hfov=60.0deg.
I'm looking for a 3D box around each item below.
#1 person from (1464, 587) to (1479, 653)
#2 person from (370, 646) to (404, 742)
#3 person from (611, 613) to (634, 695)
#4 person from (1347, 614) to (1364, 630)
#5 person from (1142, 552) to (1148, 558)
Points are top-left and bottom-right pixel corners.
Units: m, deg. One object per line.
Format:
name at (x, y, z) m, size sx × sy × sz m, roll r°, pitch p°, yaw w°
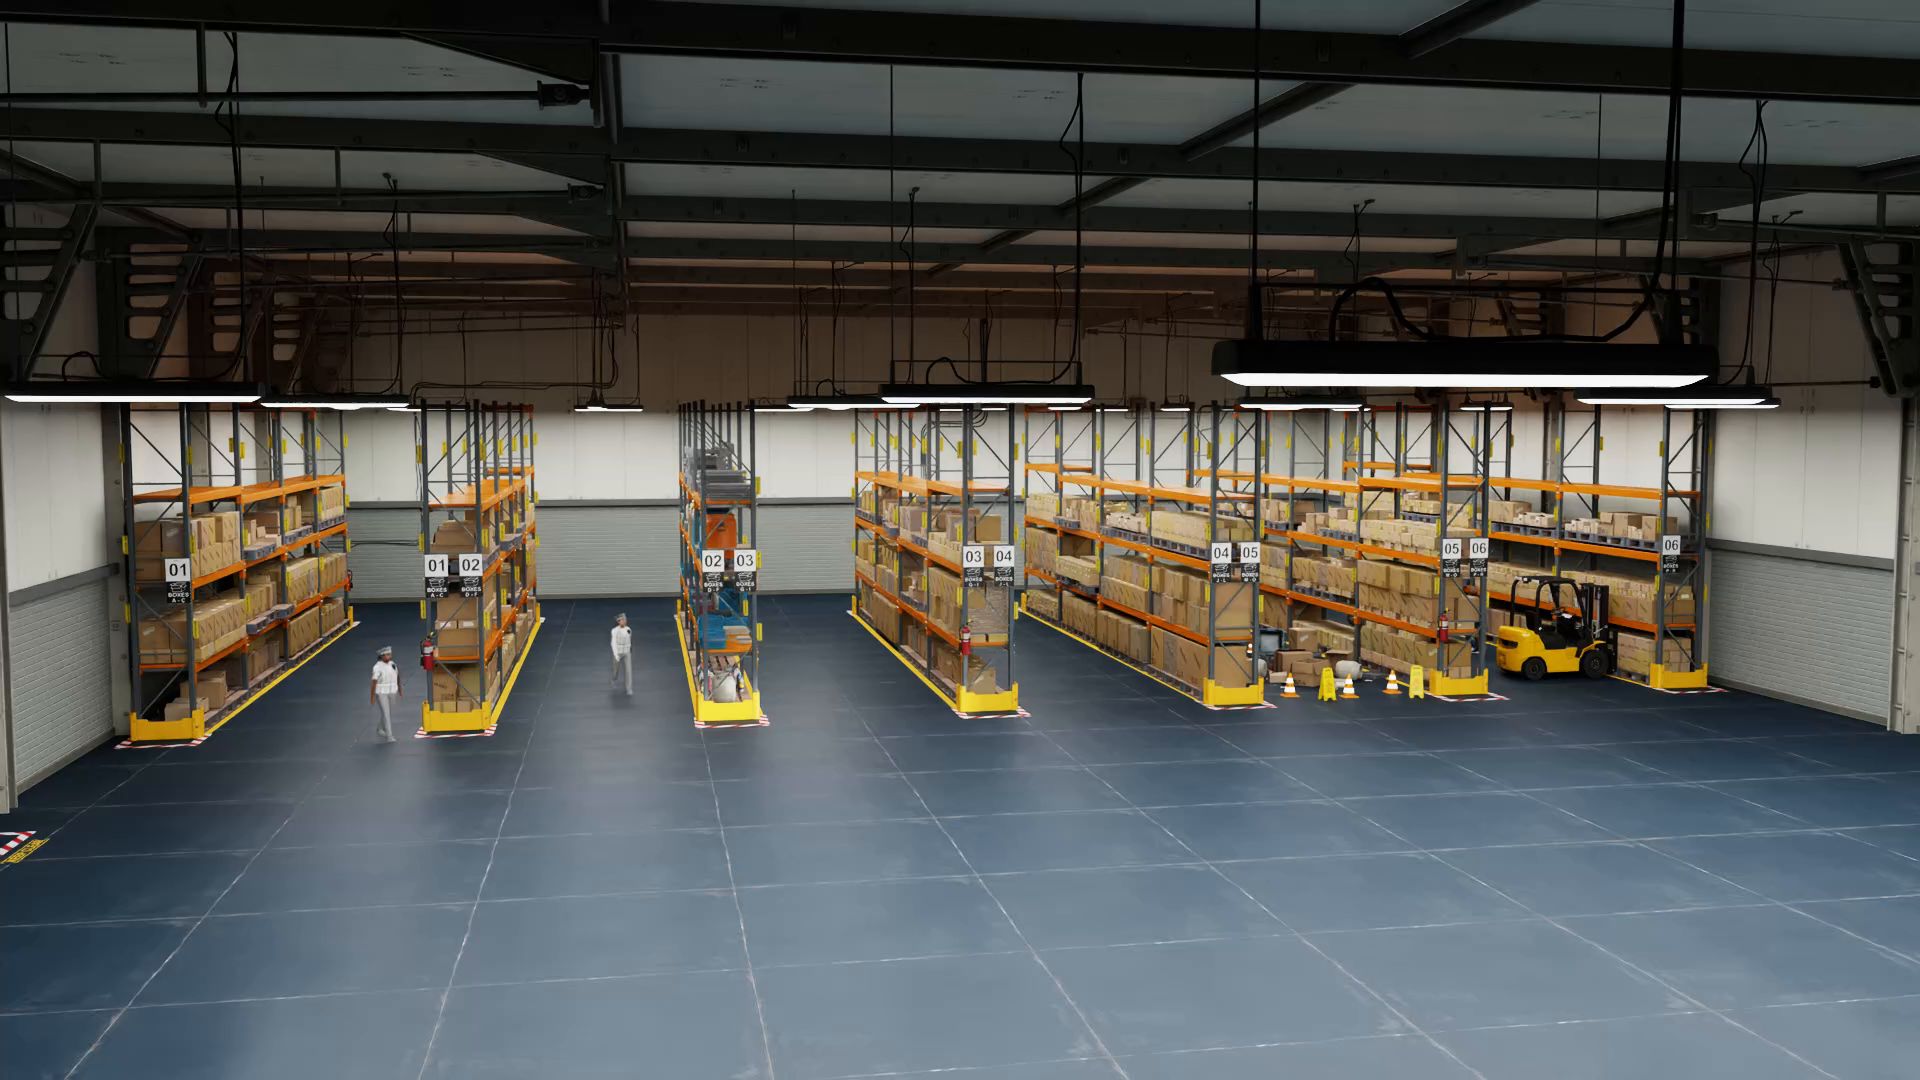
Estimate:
person at (12.306, 1.927, 39.831) m, size 0.445 × 1.611 × 0.392 m, roll -4°, pitch 6°, yaw -39°
person at (-10.047, 2.684, 29.182) m, size 0.520 × 1.638 × 0.961 m, roll -4°, pitch 6°, yaw -45°
person at (-6.932, 2.311, 34.030) m, size 0.433 × 1.642 × 0.989 m, roll -2°, pitch 5°, yaw -21°
person at (10.260, 1.643, 42.853) m, size 0.567 × 1.748 × 0.389 m, roll -3°, pitch 5°, yaw -34°
person at (6.055, 0.860, 53.473) m, size 0.874 × 1.639 × 0.435 m, roll -4°, pitch 6°, yaw -40°
